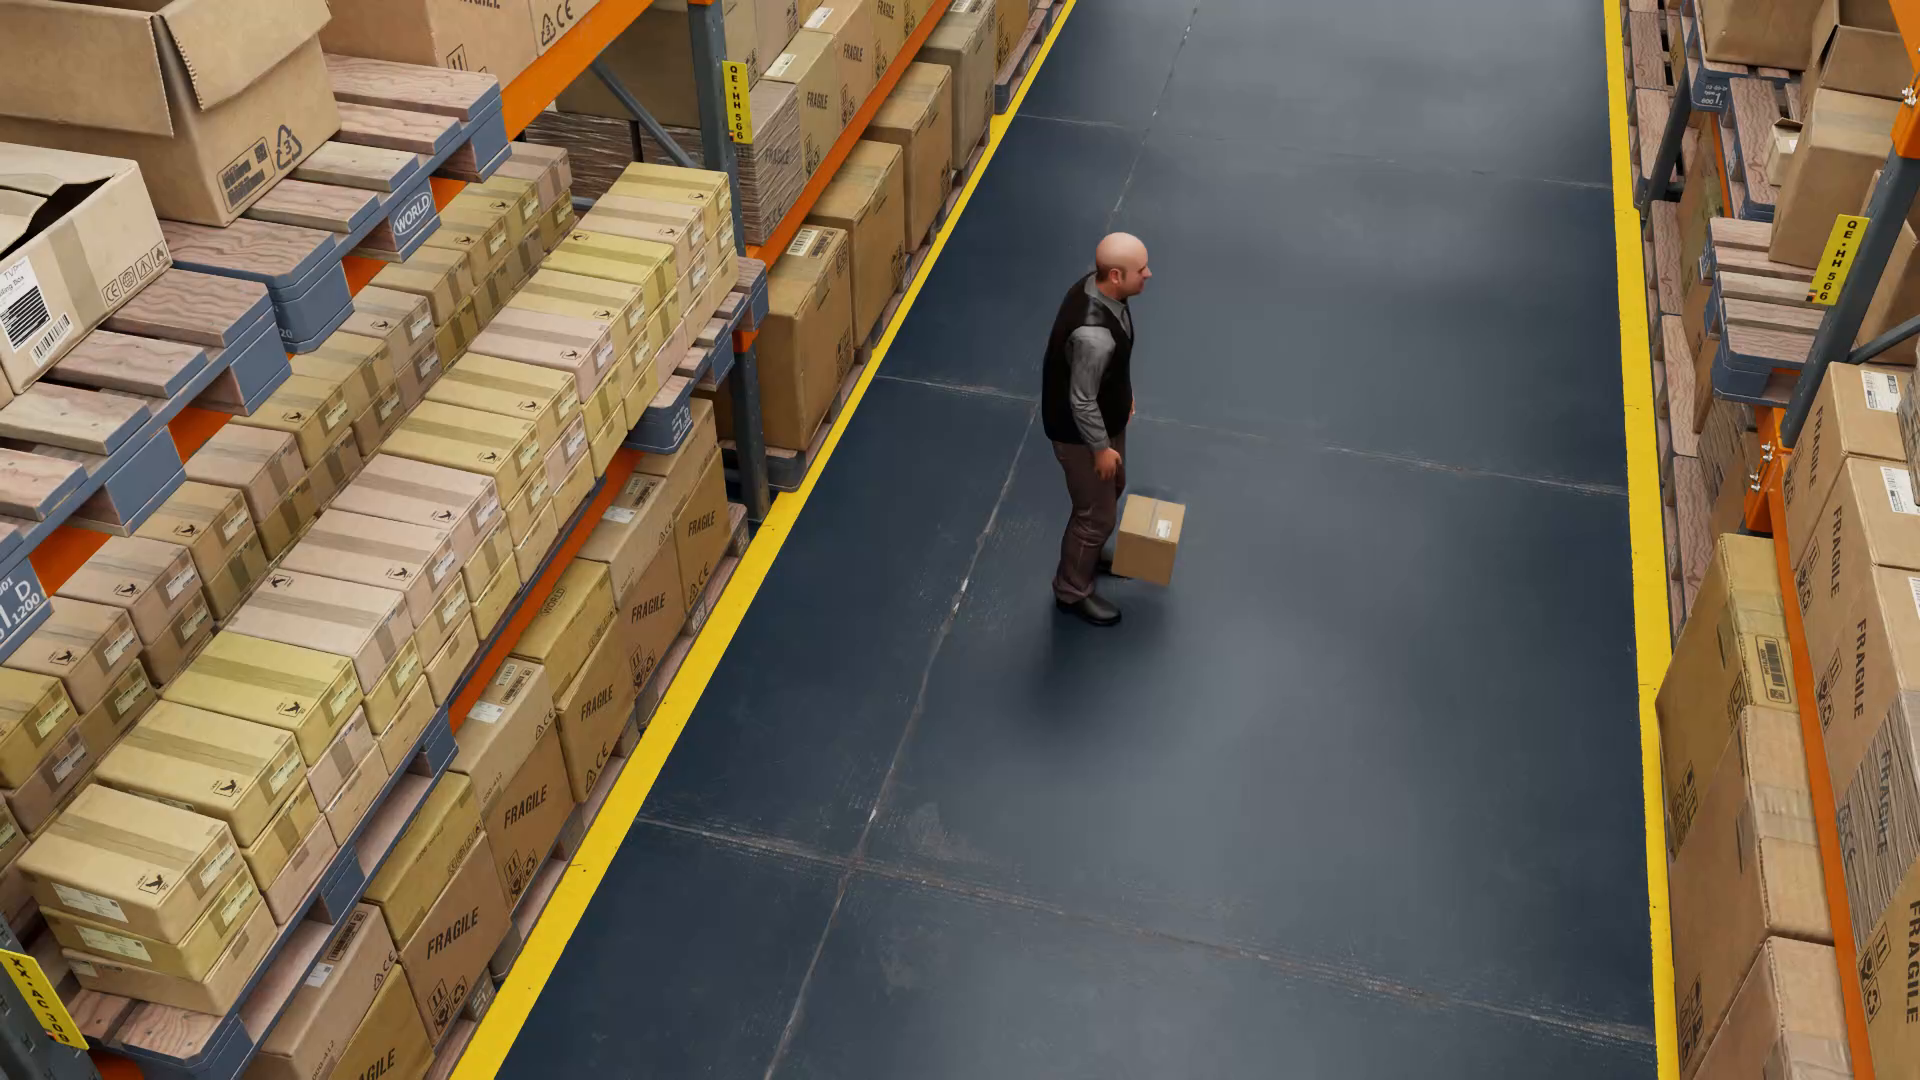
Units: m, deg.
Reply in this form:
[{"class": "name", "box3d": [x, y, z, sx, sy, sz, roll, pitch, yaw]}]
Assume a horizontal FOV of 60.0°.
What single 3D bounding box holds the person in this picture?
[{"class": "person", "box3d": [0.535, -0.477, 6.728, 0.418, 1.723, 0.566, 9, 42, 10]}]
